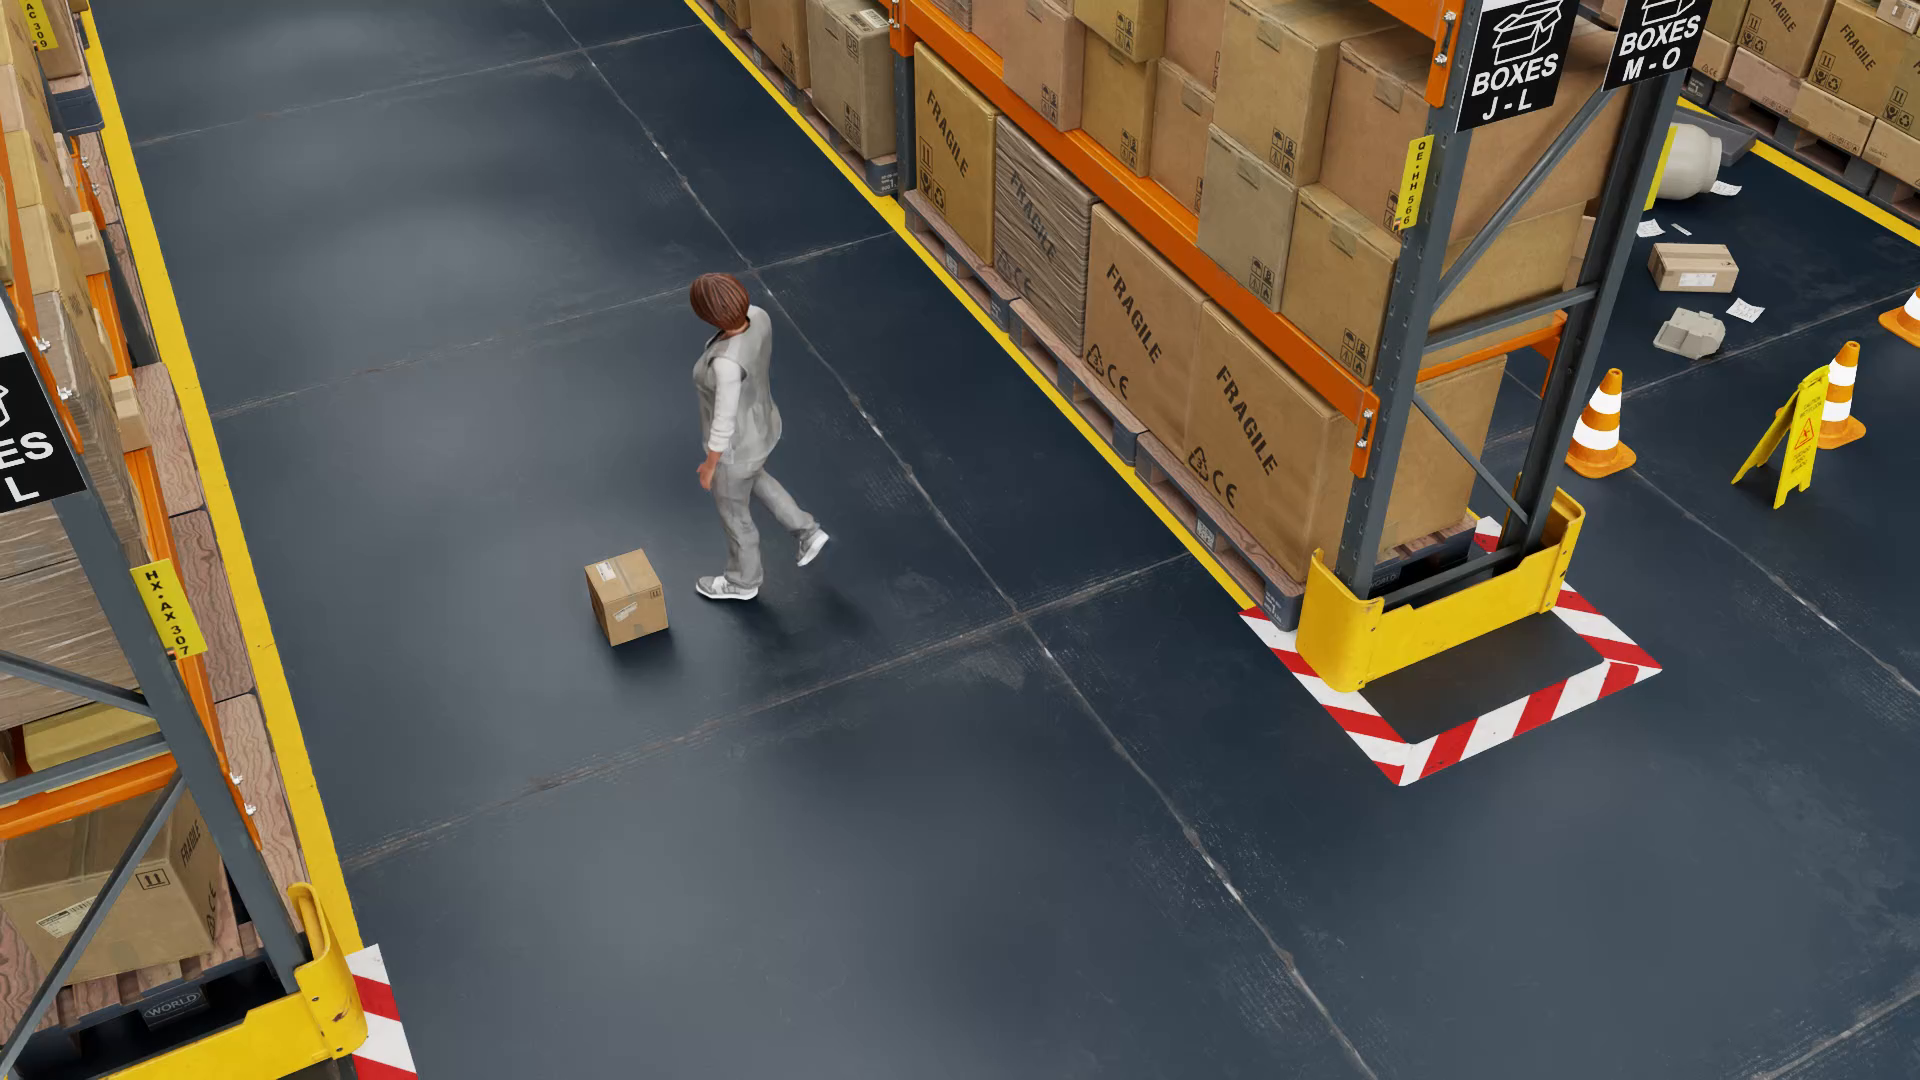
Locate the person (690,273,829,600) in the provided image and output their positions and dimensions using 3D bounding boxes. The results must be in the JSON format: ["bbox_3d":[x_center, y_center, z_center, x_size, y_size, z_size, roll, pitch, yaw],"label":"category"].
[{"bbox_3d":[-0.841,-0.393,6.585,0.549,1.596,0.452,10,43,11],"label":"person"}]
